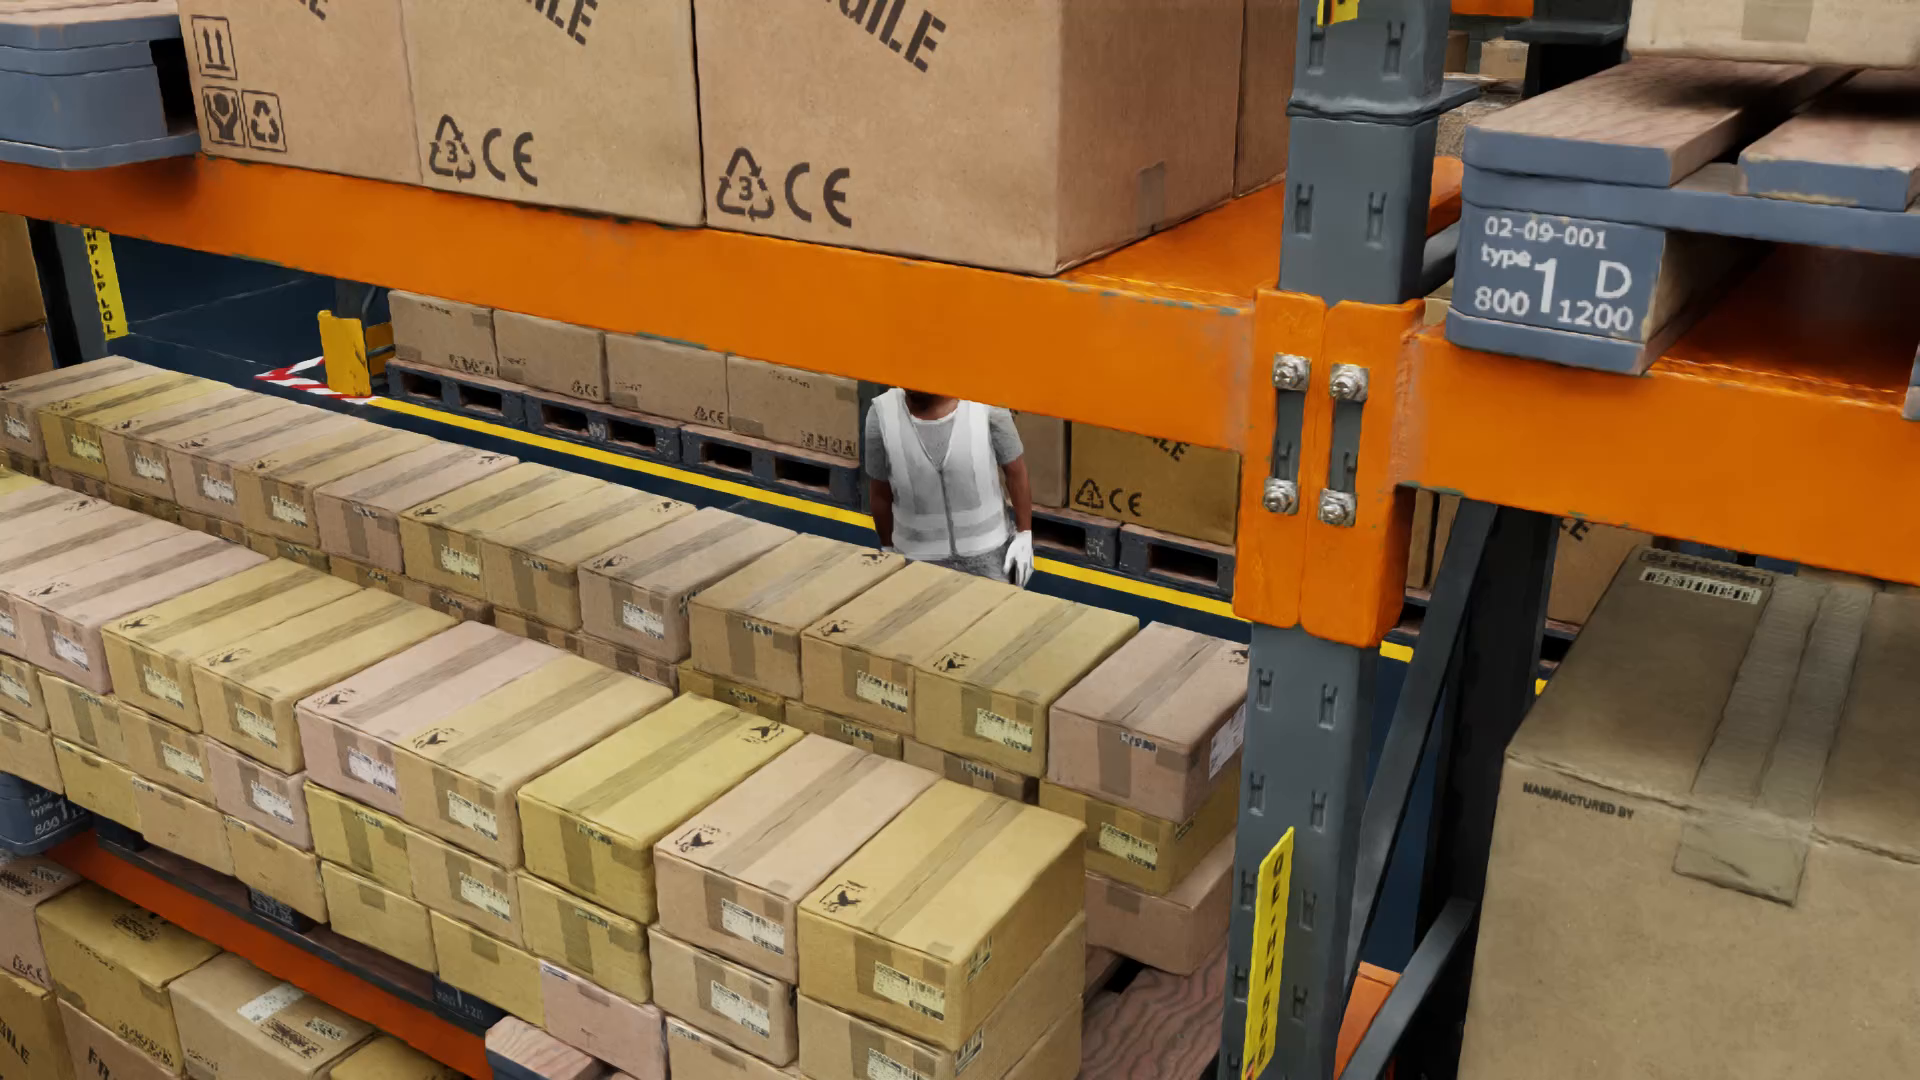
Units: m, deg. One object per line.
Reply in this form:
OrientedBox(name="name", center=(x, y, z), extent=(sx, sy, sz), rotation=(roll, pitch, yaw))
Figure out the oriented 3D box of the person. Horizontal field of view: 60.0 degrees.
OrientedBox(name="person", center=(-0.039, 0.019, 6.063), extent=(0.597, 1.759, 0.694), rotation=(-1, 23, -3))
